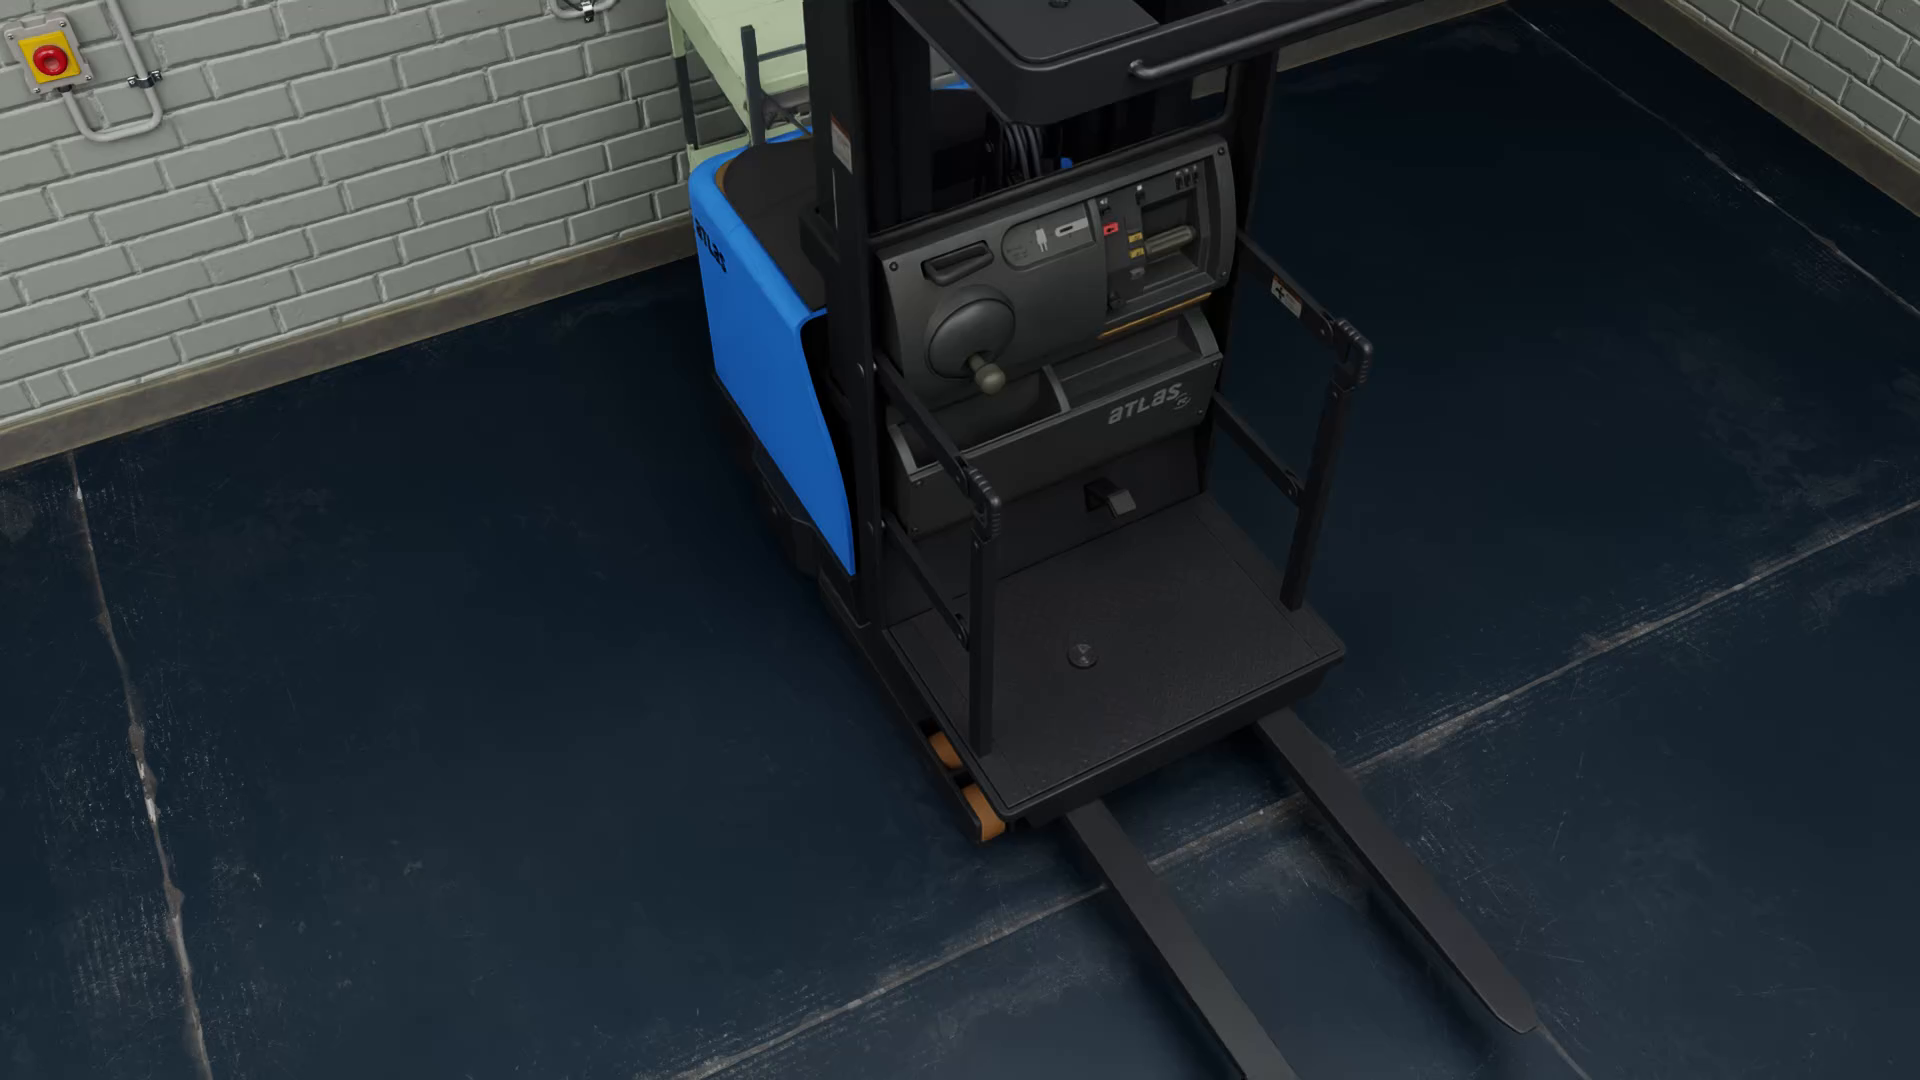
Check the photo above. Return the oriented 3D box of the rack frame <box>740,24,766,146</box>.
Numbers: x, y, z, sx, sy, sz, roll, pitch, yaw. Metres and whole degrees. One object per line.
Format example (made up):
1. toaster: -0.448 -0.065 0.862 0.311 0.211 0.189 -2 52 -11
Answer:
1. rack frame: -0.420 -0.979 5.140 0.400 1.500 0.023 -20 54 -16

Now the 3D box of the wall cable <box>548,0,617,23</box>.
1. wall cable: -1.302 -2.241 4.542 0.588 1.984 0.122 -21 52 -18

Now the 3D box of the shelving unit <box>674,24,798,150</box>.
1. shelving unit: -0.579 -1.238 5.345 0.400 1.500 0.755 -20 54 -16

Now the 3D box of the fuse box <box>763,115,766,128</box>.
1. fuse box: -0.623 -1.612 5.523 0.539 1.711 0.414 -21 52 -18

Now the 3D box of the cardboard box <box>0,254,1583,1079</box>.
1. cardboard box: 0.162 3.641 1.036 6.103 1.550 13.522 -22 52 -18

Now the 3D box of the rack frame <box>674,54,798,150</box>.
1. rack frame: -0.739 -1.496 5.549 0.400 1.500 0.023 -20 54 -16

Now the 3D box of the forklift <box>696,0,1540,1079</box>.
1. forklift: 0.371 -0.481 3.782 1.107 2.843 2.937 -23 53 -19
